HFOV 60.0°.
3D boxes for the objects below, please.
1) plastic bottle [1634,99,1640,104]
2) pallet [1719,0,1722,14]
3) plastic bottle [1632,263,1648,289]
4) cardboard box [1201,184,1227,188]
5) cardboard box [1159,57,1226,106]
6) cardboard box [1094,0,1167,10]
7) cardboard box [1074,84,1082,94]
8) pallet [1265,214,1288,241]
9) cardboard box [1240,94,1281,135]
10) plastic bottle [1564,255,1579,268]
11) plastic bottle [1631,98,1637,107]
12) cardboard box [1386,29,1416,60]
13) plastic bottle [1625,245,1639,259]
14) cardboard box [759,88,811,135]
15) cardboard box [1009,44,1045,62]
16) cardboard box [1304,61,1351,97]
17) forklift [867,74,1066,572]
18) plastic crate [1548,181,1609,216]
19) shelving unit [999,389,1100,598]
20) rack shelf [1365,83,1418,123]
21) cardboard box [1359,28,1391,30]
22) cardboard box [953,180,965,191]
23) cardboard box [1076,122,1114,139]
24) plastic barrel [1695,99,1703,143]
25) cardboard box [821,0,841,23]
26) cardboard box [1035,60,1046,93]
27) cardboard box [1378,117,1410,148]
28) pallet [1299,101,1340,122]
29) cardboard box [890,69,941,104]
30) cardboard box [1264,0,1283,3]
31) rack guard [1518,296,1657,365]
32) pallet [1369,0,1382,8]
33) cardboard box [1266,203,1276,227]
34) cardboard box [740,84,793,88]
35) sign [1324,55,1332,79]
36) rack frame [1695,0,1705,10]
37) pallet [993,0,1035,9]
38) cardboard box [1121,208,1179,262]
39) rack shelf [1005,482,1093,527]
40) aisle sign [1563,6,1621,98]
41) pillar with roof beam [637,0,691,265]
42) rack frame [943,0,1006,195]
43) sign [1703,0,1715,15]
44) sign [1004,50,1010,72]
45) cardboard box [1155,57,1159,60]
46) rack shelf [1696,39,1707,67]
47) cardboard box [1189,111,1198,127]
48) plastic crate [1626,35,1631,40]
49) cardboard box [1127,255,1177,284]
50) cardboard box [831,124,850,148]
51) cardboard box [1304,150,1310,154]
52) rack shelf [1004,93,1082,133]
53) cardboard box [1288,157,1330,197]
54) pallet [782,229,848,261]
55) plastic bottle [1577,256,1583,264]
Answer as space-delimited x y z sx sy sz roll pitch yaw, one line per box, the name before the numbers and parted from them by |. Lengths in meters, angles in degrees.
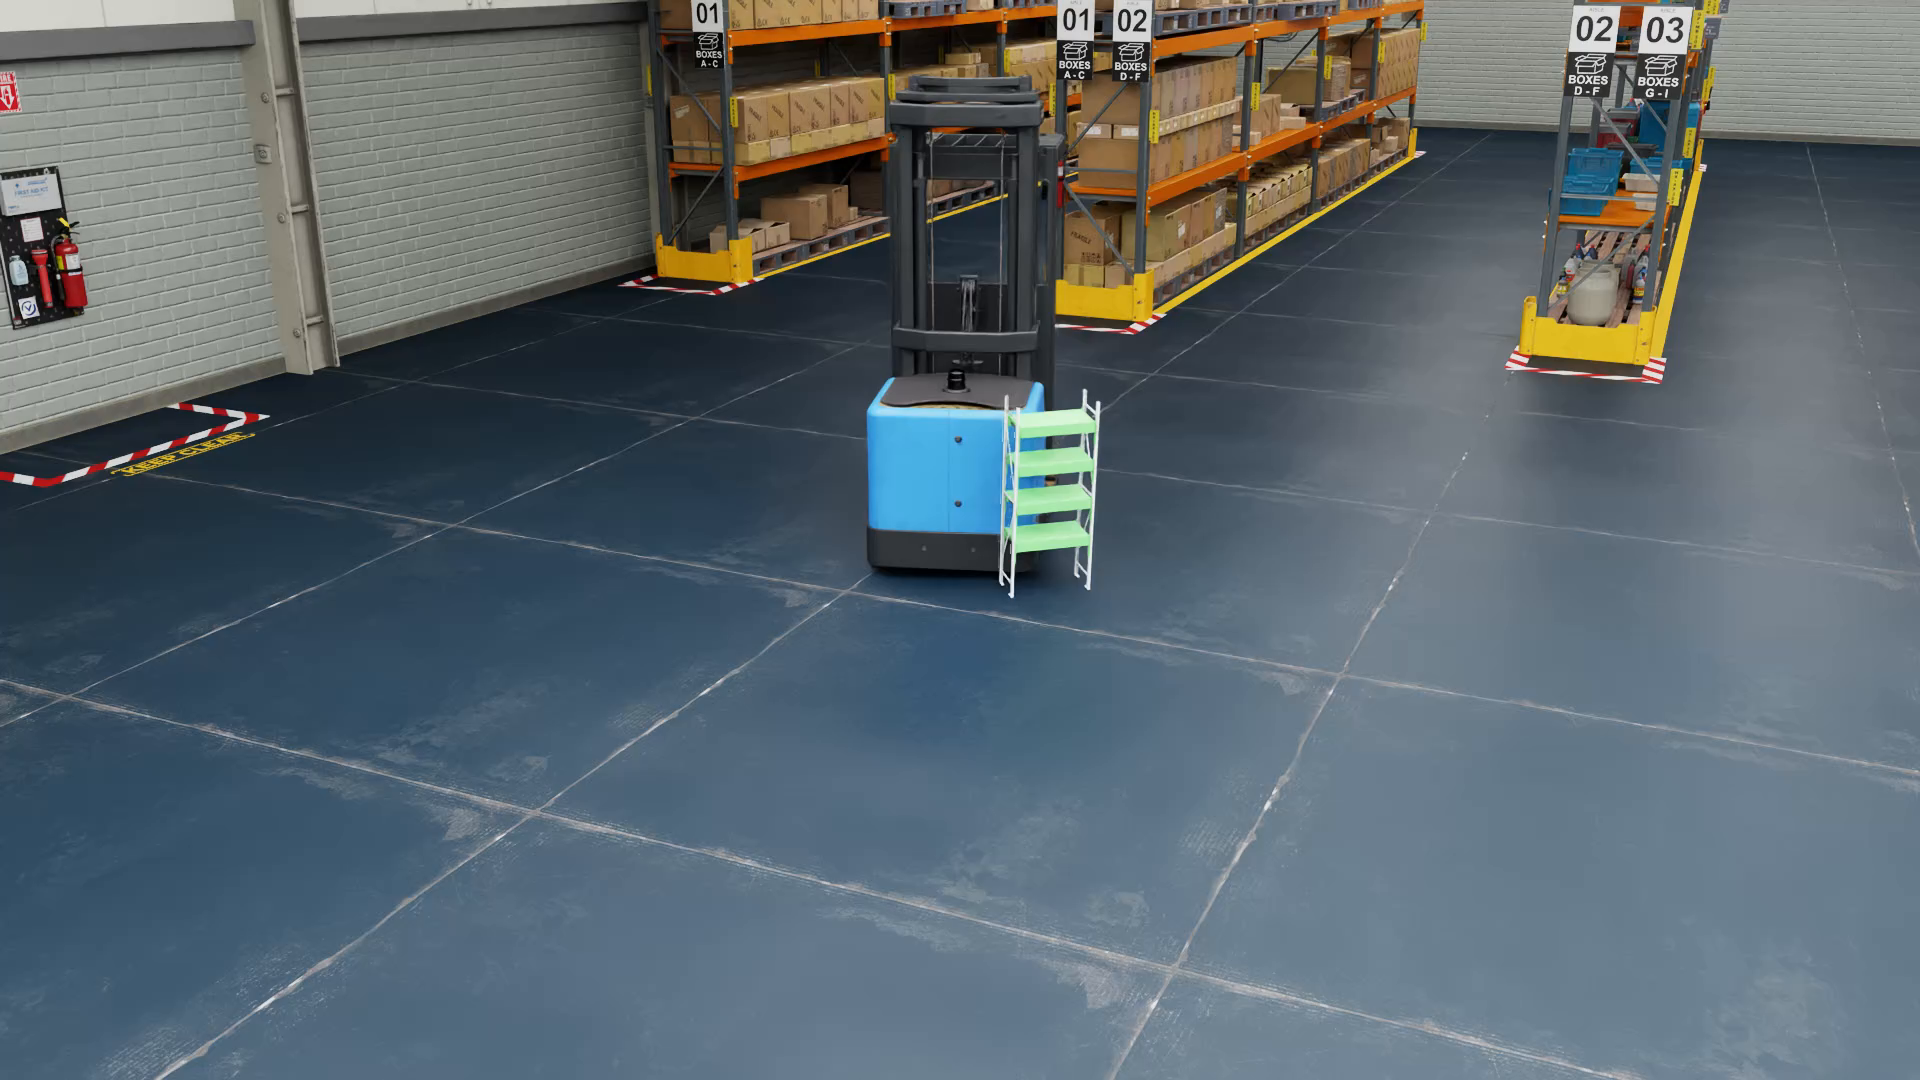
plastic bottle | 9.981 -6.385 24.632 0.152 0.276 0.135 9 21 23
pallet | 10.203 -7.540 23.499 1.003 0.211 1.213 9 21 23
plastic bottle | 7.339 -2.851 17.918 0.152 0.276 0.135 9 21 24
cardboard box | 3.215 -4.541 21.900 0.500 0.311 0.500 9 22 24
cardboard box | 2.722 -5.418 19.643 0.700 0.500 0.500 8 21 23
cardboard box | 1.705 -5.729 17.136 0.797 0.503 0.637 10 22 26
cardboard box | 1.897 -7.844 28.893 0.380 0.149 0.250 9 21 24
pallet | 3.868 -4.342 22.864 1.003 0.211 1.213 9 21 23
cardboard box | 4.069 -5.806 22.668 0.500 0.500 0.500 7 21 20
plastic bottle | 6.584 -2.895 17.930 0.144 0.351 0.185 10 22 25
plastic bottle | 9.737 -6.242 24.117 0.144 0.351 0.185 9 21 23
cardboard box | 7.880 -8.909 29.903 0.500 0.500 0.500 9 22 24
plastic bottle | 7.489 -3.113 18.542 0.144 0.351 0.185 9 21 23
cardboard box | -2.157 -5.211 20.218 0.500 0.500 0.500 8 21 21
cardboard box | 1.062 -7.924 27.031 0.500 0.250 0.500 9 21 23
cardboard box | 5.712 -7.193 25.943 0.700 0.500 0.500 3 20 9
forklift | 0.120 -1.635 11.193 1.130 2.935 3.031 2 20 7
plastic crate | 5.915 -3.272 15.913 0.499 0.251 0.616 9 21 23
shelving unit | 0.526 -0.271 9.915 0.503 1.200 0.258 -6 24 -15
rack shelf | 7.198 -7.769 29.412 1.077 0.370 4.000 9 21 23
cardboard box | 7.595 -9.138 30.546 0.500 0.500 0.500 9 22 24
cardboard box | -0.344 -5.613 25.350 0.700 0.500 0.500 9 21 23
cardboard box | 1.448 -4.324 17.534 0.380 0.149 0.250 8 21 22
plastic barrel | 9.345 -5.474 21.681 0.600 0.536 0.708 9 21 23
cardboard box | -1.810 -6.684 20.631 0.500 0.500 0.500 8 21 21
cardboard box | 1.080 -7.573 27.163 0.500 0.500 0.500 8 21 22
cardboard box | 8.019 -7.549 30.793 0.500 0.500 0.500 9 21 23
pallet | 4.955 -6.400 24.776 1.213 0.211 1.003 9 21 23
cardboard box | -0.701 -6.510 23.993 0.700 0.500 0.500 12 23 30
cardboard box | 3.942 -7.168 21.768 0.500 0.250 0.500 7 21 18
rack guard | 5.971 -2.000 15.845 1.175 0.500 0.348 9 21 23
pallet | 6.048 -8.632 26.568 1.213 0.211 1.003 9 21 23
cardboard box | 3.915 -4.358 22.222 0.500 0.250 0.500 8 21 21
cardboard box | -2.427 -5.437 20.856 0.500 0.500 0.500 9 21 23
sign | 5.249 -6.744 23.729 0.100 0.325 0.005 9 21 23
rack frame | 7.621 -7.197 17.776 1.000 3.000 0.127 9 21 23
pallet | 0.436 -8.481 26.145 1.213 0.211 1.003 10 22 25
cardboard box | 2.091 -3.371 18.328 0.500 0.500 0.500 9 21 23
rack shelf | 0.525 -0.213 9.940 0.480 0.148 0.258 -6 24 -15
aisle sign | 5.682 -4.391 14.960 0.394 0.787 0.004 9 21 23
pillar with roof beam | 0.370 -7.076 17.435 9.100 9.000 0.400 9 21 23
rack frame | 0.221 -6.953 26.042 1.000 3.000 0.127 9 21 23
sign | 8.118 -5.709 18.055 0.100 0.325 0.005 9 21 23
sign | 0.720 -7.389 25.660 0.100 0.325 0.005 9 21 23
cardboard box | 3.297 -9.382 32.426 0.980 0.700 0.700 10 22 25
rack shelf | 8.440 -6.056 20.118 1.077 0.370 4.000 9 21 23
cardboard box | 2.453 -4.741 18.707 0.380 0.149 0.250 9 21 23
plastic crate | 6.726 -5.239 17.063 0.336 0.188 0.450 9 21 23
cardboard box | 2.089 -3.018 18.454 0.500 0.250 0.500 9 21 23
cardboard box | -1.738 -5.175 21.238 0.500 0.250 0.500 8 21 22
cardboard box | 5.122 -5.780 25.818 0.500 0.500 0.500 8 21 21
rack shelf | 1.040 -7.225 27.882 1.077 0.370 4.000 9 21 23
cardboard box | 5.189 -5.403 24.760 0.500 0.500 0.500 10 22 25
pallet | -2.158 -3.831 21.427 1.003 0.211 1.213 9 21 23
plastic bottle | 6.808 -2.995 18.328 0.097 0.271 0.097 0 20 0
